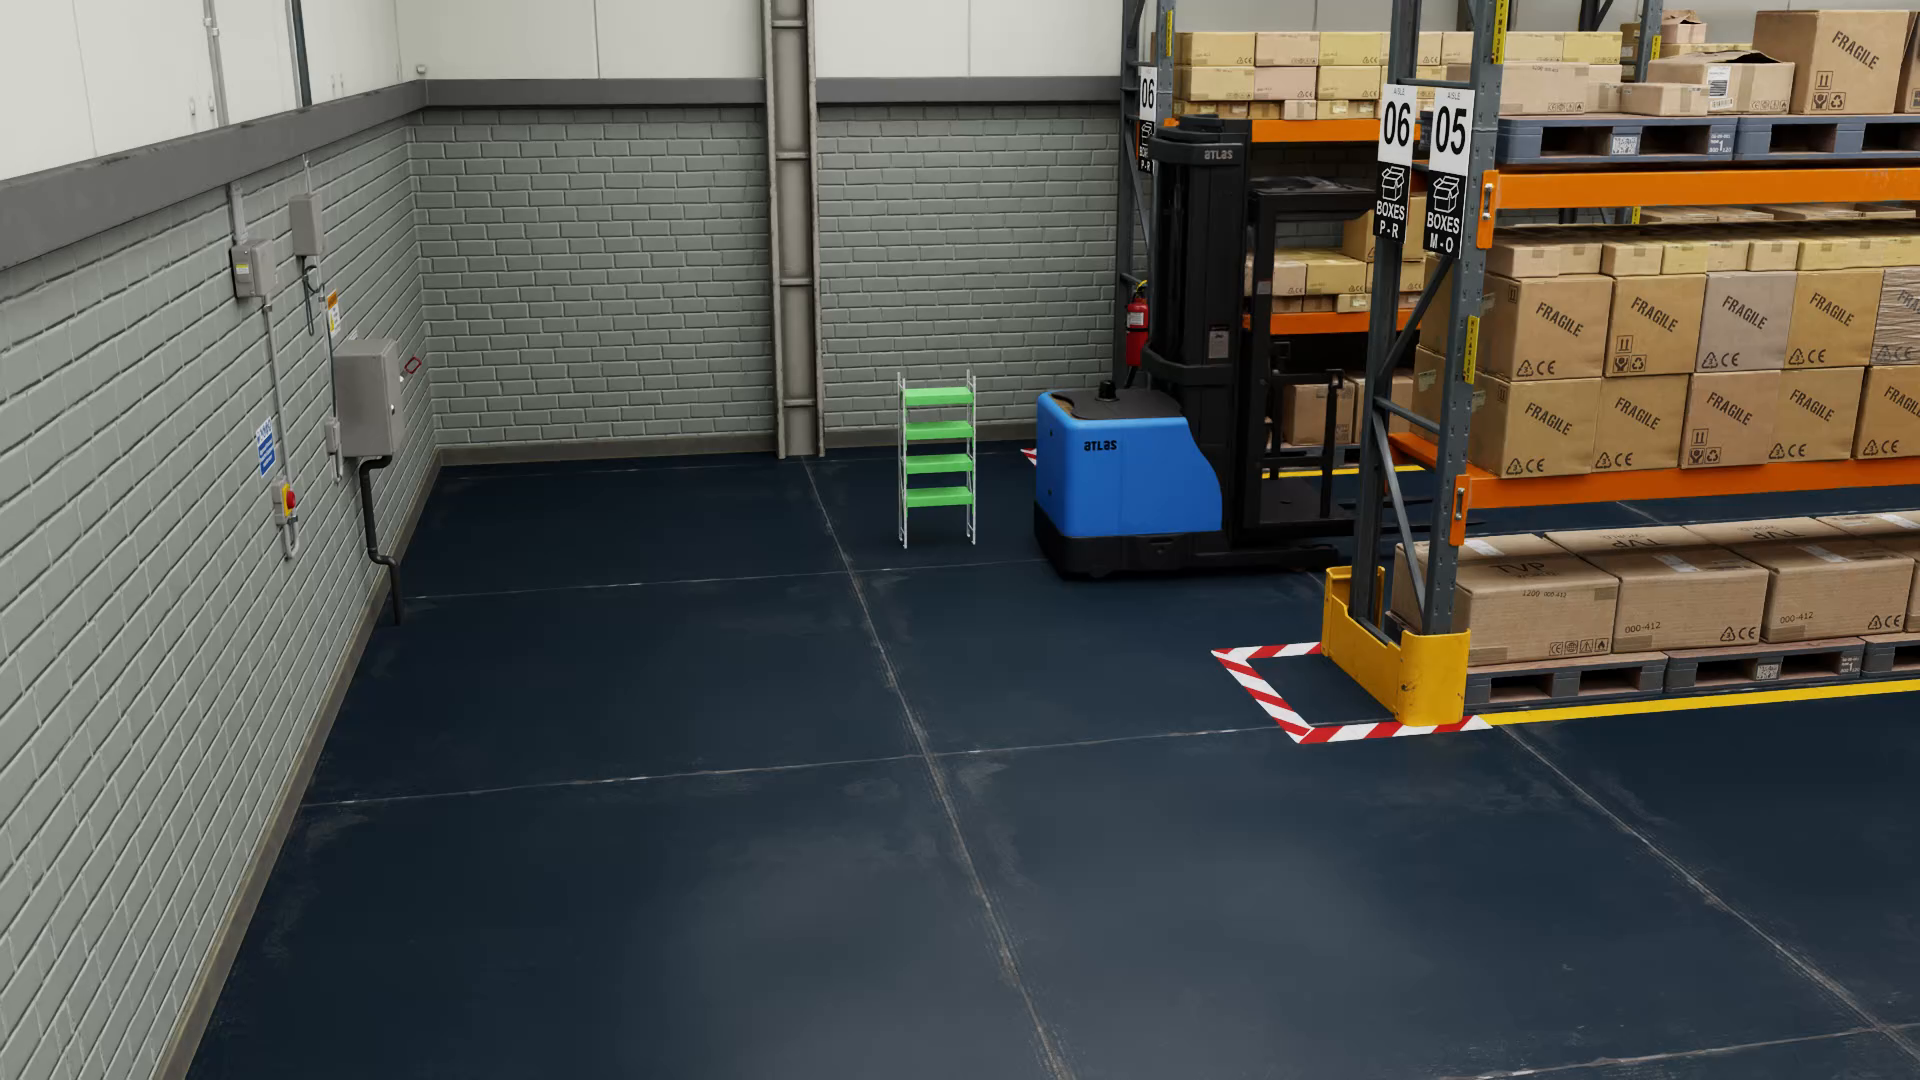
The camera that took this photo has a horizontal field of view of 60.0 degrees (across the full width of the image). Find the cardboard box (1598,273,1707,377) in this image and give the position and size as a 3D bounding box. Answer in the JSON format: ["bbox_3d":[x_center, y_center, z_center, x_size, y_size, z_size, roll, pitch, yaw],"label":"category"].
[{"bbox_3d":[3.426,-1.139,8.537,0.500,0.500,0.500,-4,17,-12],"label":"cardboard box"}]

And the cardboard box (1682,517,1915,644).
[{"bbox_3d":[4.806,0.218,9.643,0.875,0.438,0.875,-4,17,-12],"label":"cardboard box"}]

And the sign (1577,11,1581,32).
[{"bbox_3d":[5.268,-4.320,14.108,0.005,0.325,0.100,-3,17,-10],"label":"sign"}]

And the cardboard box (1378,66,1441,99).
[{"bbox_3d":[3.440,-3.613,13.107,0.500,0.250,0.500,-4,17,-11],"label":"cardboard box"}]

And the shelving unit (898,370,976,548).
[{"bbox_3d":[-0.163,-0.564,11.606,0.503,1.200,0.258,-3,17,-10],"label":"shelving unit"}]

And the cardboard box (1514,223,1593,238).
[{"bbox_3d":[3.191,-1.611,8.969,0.250,0.149,0.380,-3,17,-11],"label":"cardboard box"}]

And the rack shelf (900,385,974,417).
[{"bbox_3d":[-0.163,-0.962,11.483,0.480,0.148,0.258,-3,17,-10],"label":"rack shelf"}]

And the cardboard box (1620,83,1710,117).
[{"bbox_3d":[3.507,-2.194,8.280,0.250,0.149,0.380,-3,17,-8],"label":"cardboard box"}]

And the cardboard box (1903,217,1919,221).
[{"bbox_3d":[5.471,-1.708,9.286,0.250,0.149,0.380,-3,17,-11],"label":"cardboard box"}]

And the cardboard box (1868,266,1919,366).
[{"bbox_3d":[4.913,-1.223,8.812,0.500,0.500,0.500,-3,17,-10],"label":"cardboard box"}]

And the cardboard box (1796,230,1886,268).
[{"bbox_3d":[4.574,-1.516,8.662,0.250,0.149,0.380,-3,17,-10],"label":"cardboard box"}]

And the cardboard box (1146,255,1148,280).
[{"bbox_3d":[1.851,-2.241,13.748,0.500,0.250,0.500,-3,17,-9],"label":"cardboard box"}]

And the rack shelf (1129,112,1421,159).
[{"bbox_3d":[3.413,-3.270,13.465,4.000,0.370,1.077,-3,17,-10],"label":"rack shelf"}]

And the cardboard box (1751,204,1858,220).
[{"bbox_3d":[7.173,-2.575,14.200,0.500,0.500,0.700,-3,17,-11],"label":"cardboard box"}]

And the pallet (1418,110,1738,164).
[{"bbox_3d":[3.121,-2.073,8.496,1.213,0.211,1.003,-3,17,-10],"label":"pallet"}]

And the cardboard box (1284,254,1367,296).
[{"bbox_3d":[2.938,-2.144,13.431,0.500,0.250,0.500,-4,17,-11],"label":"cardboard box"}]

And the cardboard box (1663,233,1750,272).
[{"bbox_3d":[3.819,-1.480,8.542,0.250,0.149,0.380,-3,17,-10],"label":"cardboard box"}]

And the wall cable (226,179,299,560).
[{"bbox_3d":[-3.137,-0.817,7.580,0.123,1.953,0.585,-3,17,-10],"label":"wall cable"}]

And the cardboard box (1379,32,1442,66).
[{"bbox_3d":[3.425,-3.850,13.027,0.500,0.250,0.500,-3,17,-9],"label":"cardboard box"}]

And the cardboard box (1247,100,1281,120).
[{"bbox_3d":[2.314,-3.364,12.976,0.250,0.149,0.380,-3,17,-10],"label":"cardboard box"}]

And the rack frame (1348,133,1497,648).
[{"bbox_3d":[2.395,-0.638,8.779,0.127,3.000,1.000,-3,17,-10],"label":"rack frame"}]

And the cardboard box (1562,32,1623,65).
[{"bbox_3d":[4.927,-3.937,13.309,0.500,0.250,0.500,-3,17,-10],"label":"cardboard box"}]

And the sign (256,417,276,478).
[{"bbox_3d":[-3.188,-0.429,7.638,0.001,0.218,0.327,-3,17,-10],"label":"sign"}]

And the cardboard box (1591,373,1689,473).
[{"bbox_3d":[3.412,-0.666,8.699,0.500,0.500,0.500,-3,17,-11],"label":"cardboard box"}]

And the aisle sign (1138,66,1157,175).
[{"bbox_3d":[1.438,-3.223,12.767,0.004,0.787,0.394,-3,17,-10],"label":"aisle sign"}]

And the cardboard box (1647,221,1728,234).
[{"bbox_3d":[3.951,-1.638,9.058,0.250,0.149,0.380,-3,17,-9],"label":"cardboard box"}]

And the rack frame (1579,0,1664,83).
[{"bbox_3d":[5.377,-5.159,13.281,0.127,3.000,1.000,-3,17,-10],"label":"rack frame"}]

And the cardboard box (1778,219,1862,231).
[{"bbox_3d":[4.718,-1.668,9.155,0.250,0.149,0.380,-3,17,-11],"label":"cardboard box"}]

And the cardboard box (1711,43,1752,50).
[{"bbox_3d":[6.259,-3.923,13.403,0.250,0.149,0.380,-4,17,-11],"label":"cardboard box"}]

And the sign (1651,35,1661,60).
[{"bbox_3d":[5.487,-3.816,13.138,0.005,0.325,0.100,-3,17,-10],"label":"sign"}]

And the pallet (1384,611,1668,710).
[{"bbox_3d":[3.165,0.628,9.407,1.213,0.211,1.003,-3,17,-10],"label":"pallet"}]

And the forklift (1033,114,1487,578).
[{"bbox_3d":[2.084,-1.336,11.169,3.031,2.935,1.130,-3,17,-9],"label":"forklift"}]

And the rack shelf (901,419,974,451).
[{"bbox_3d":[-0.163,-0.733,11.554,0.480,0.148,0.258,-3,17,-10],"label":"rack shelf"}]

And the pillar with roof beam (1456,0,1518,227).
[{"bbox_3d":[5.339,-4.139,9.961,0.400,9.000,9.100,-3,17,-10],"label":"pillar with roof beam"}]

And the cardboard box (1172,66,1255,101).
[{"bbox_3d":[1.937,-3.519,12.799,0.500,0.250,0.500,-3,17,-11],"label":"cardboard box"}]

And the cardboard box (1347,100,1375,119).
[{"bbox_3d":[3.065,-3.397,13.081,0.250,0.149,0.380,-3,17,-11],"label":"cardboard box"}]

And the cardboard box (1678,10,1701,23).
[{"bbox_3d":[5.917,-4.255,13.777,0.258,0.266,0.396,-3,17,-10],"label":"cardboard box"}]

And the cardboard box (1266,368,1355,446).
[{"bbox_3d":[2.915,-1.117,13.883,0.500,0.500,0.700,-3,17,-8],"label":"cardboard box"}]

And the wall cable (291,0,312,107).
[{"bbox_3d":[-3.768,-4.147,9.924,0.133,3.039,2.988,-3,17,-10],"label":"wall cable"}]

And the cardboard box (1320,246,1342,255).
[{"bbox_3d":[3.358,-2.325,14.020,0.500,0.250,0.500,-3,17,-11],"label":"cardboard box"}]

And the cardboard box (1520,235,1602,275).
[{"bbox_3d":[3.040,-1.448,8.441,0.250,0.149,0.380,-3,17,-9],"label":"cardboard box"}]

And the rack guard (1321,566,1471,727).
[{"bbox_3d":[2.371,0.559,9.141,0.348,0.500,1.175,-3,17,-10],"label":"rack guard"}]

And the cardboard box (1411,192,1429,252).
[{"bbox_3d":[3.864,-2.714,14.010,0.500,0.500,0.500,-4,17,-12],"label":"cardboard box"}]

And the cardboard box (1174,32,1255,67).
[{"bbox_3d":[1.933,-3.764,12.746,0.500,0.250,0.500,-3,17,-11],"label":"cardboard box"}]

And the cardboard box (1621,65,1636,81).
[{"bbox_3d":[5.661,-3.890,13.802,0.250,0.149,0.380,-3,17,-11],"label":"cardboard box"}]

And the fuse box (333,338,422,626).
[{"bbox_3d":[-3.393,-0.315,9.921,0.414,1.711,0.539,-3,17,-10],"label":"fuse box"}]

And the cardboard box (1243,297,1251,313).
[{"bbox_3d":[2.317,-1.940,13.446,0.250,0.149,0.380,-3,17,-11],"label":"cardboard box"}]

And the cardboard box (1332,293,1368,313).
[{"bbox_3d":[3.098,-1.945,13.463,0.250,0.149,0.380,-4,17,-12],"label":"cardboard box"}]

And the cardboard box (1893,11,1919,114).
[{"bbox_3d":[5.004,-2.508,8.697,0.637,0.503,0.797,-2,17,-6],"label":"cardboard box"}]

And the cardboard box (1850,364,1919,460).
[{"bbox_3d":[4.920,-0.746,8.962,0.500,0.500,0.500,-4,17,-11],"label":"cardboard box"}]
